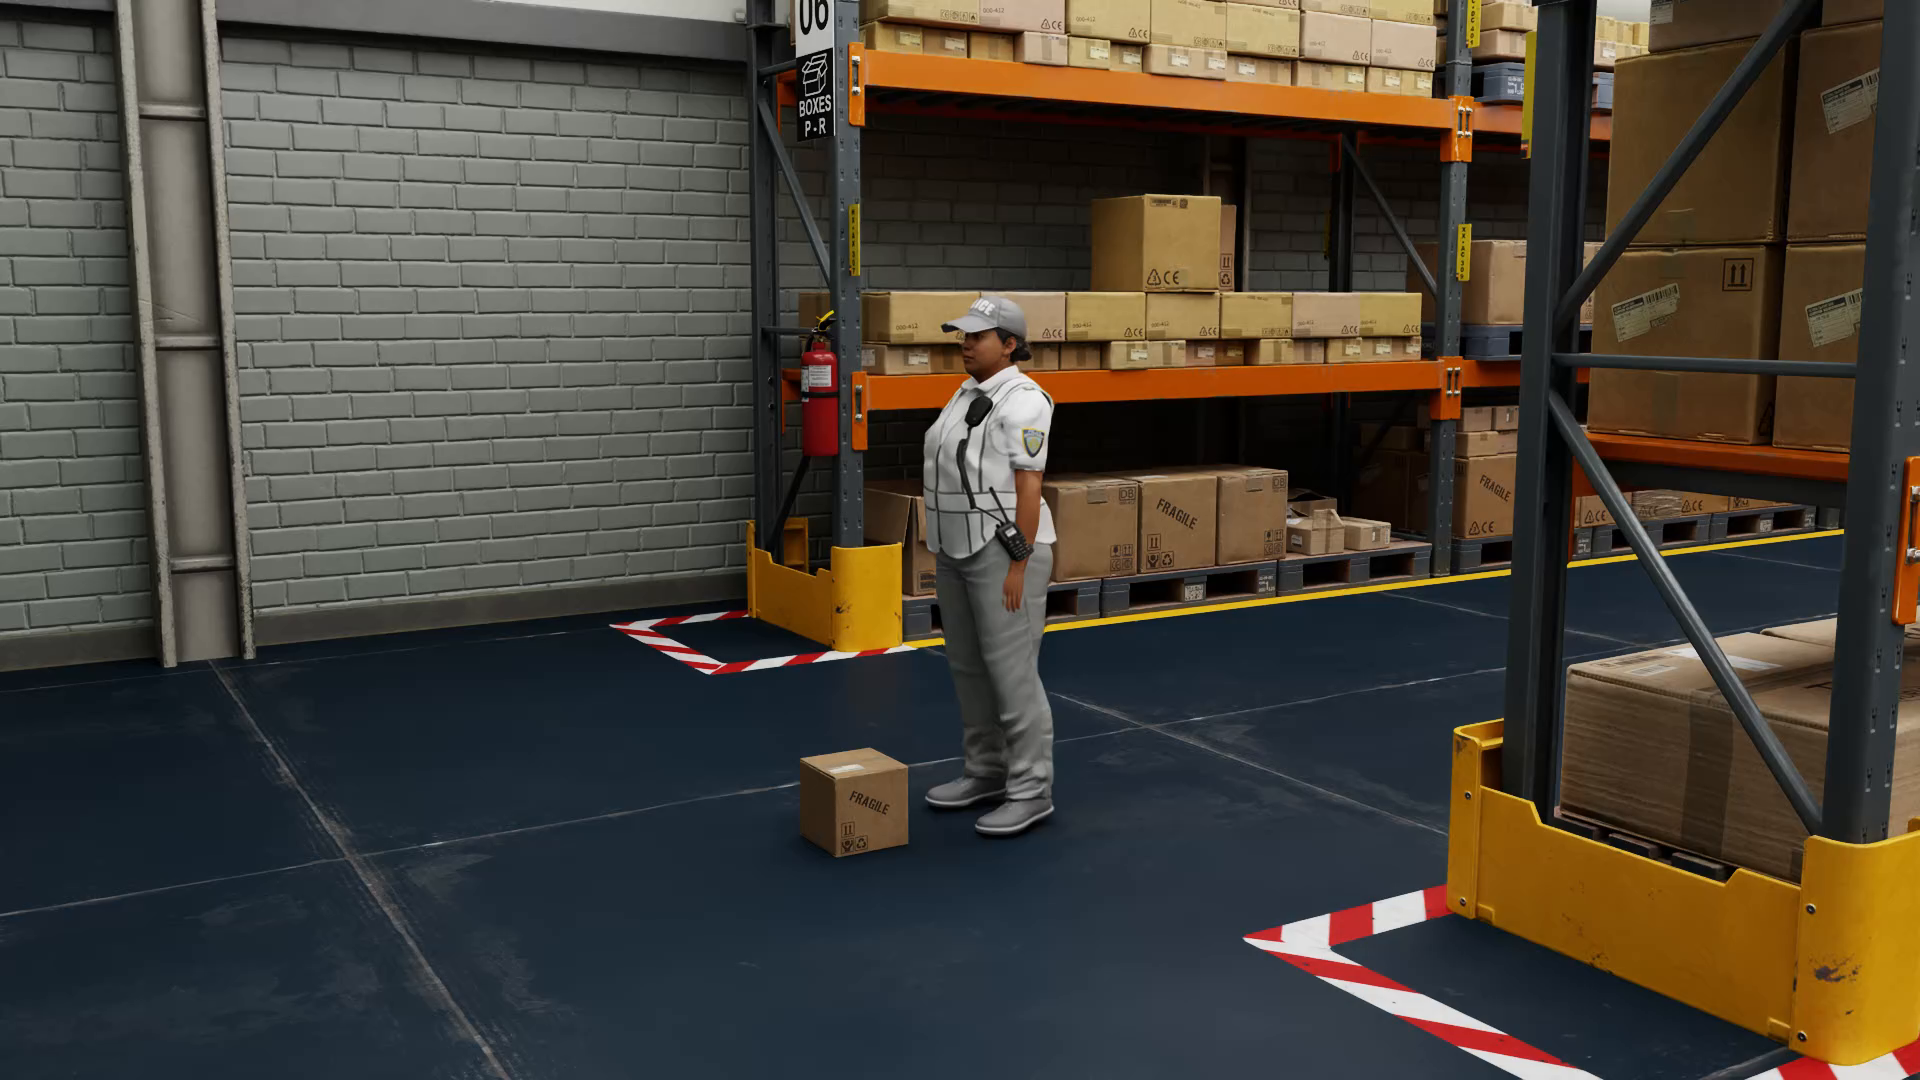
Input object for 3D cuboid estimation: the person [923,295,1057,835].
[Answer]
[{"bbox_3d":[0.089,0.065,5.285,0.386,1.670,0.468,-5,9,-29],"label":"person"}]
